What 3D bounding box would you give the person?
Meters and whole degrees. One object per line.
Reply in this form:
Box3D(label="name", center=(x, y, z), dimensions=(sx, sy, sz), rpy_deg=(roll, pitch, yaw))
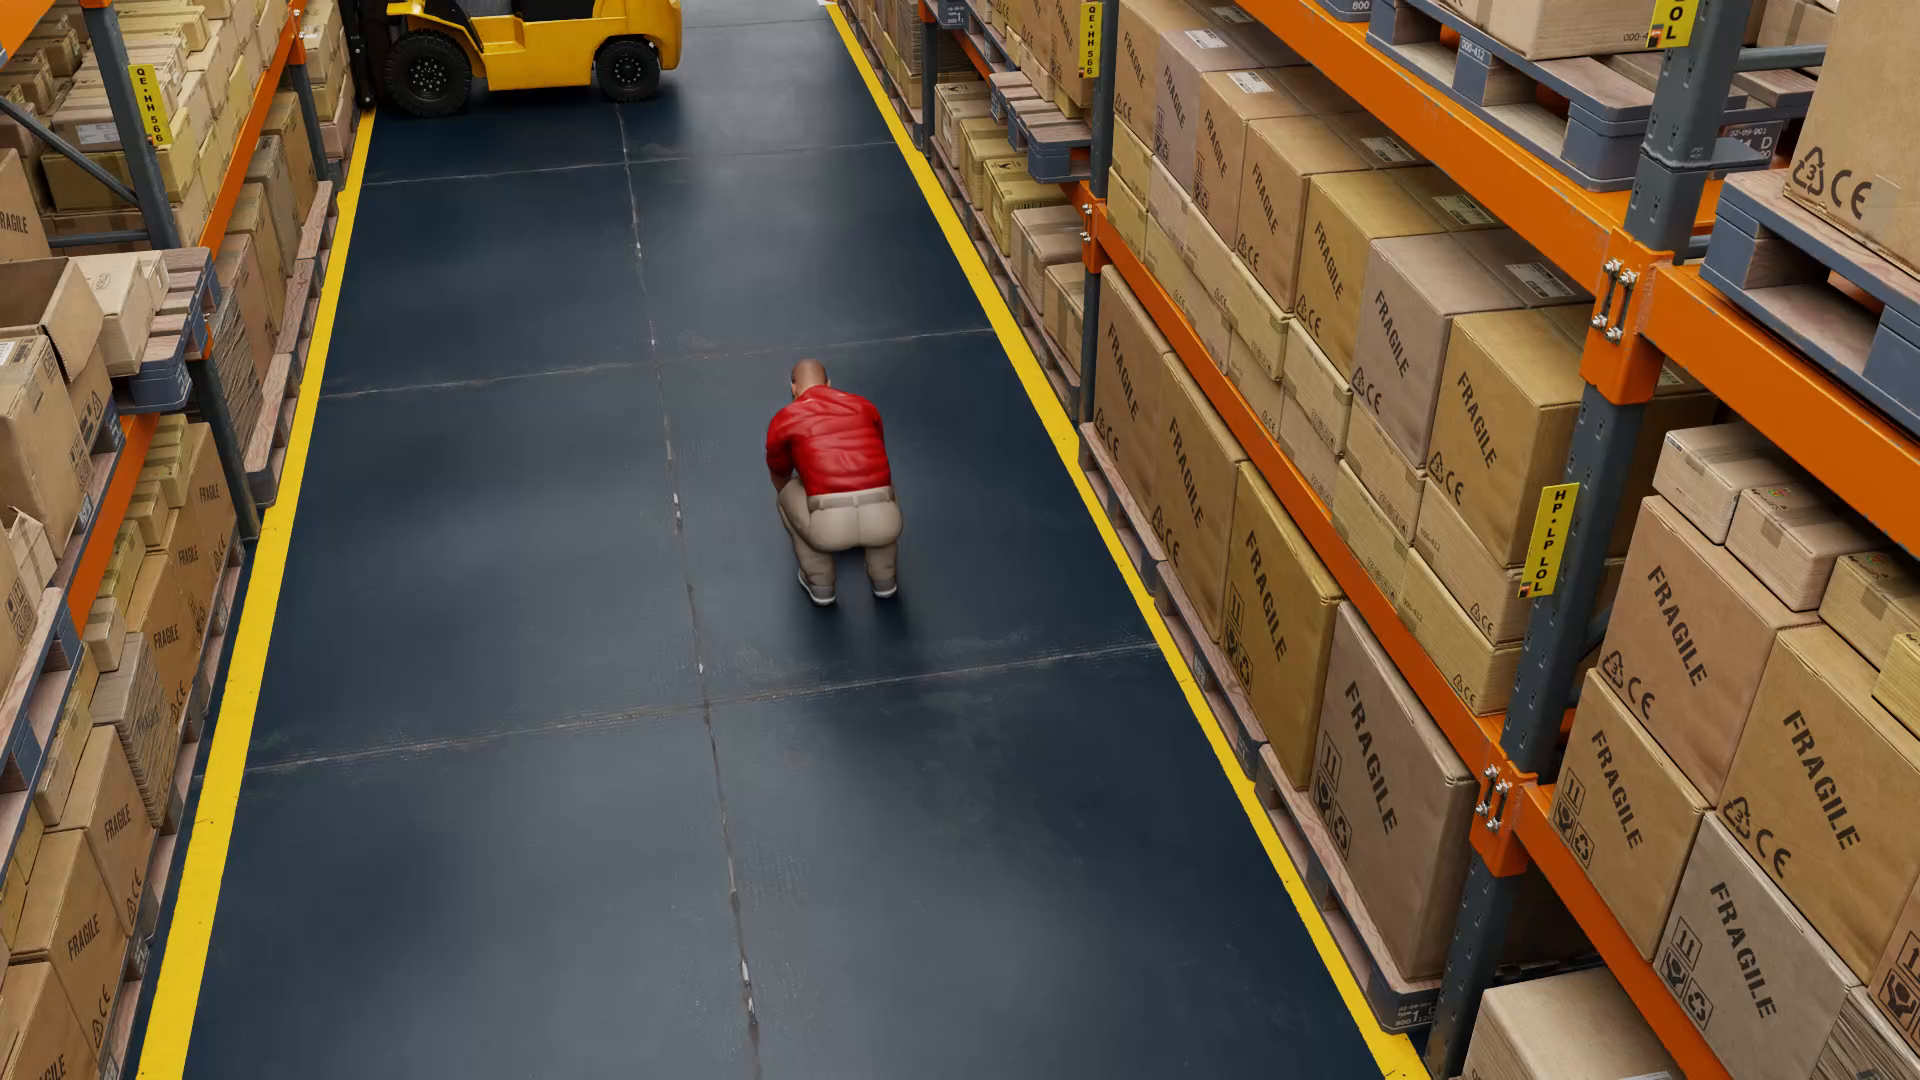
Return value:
Box3D(label="person", center=(-0.542, -0.240, 7.268), dimensions=(0.564, 0.888, 0.870), rpy_deg=(-7, 35, -10))
